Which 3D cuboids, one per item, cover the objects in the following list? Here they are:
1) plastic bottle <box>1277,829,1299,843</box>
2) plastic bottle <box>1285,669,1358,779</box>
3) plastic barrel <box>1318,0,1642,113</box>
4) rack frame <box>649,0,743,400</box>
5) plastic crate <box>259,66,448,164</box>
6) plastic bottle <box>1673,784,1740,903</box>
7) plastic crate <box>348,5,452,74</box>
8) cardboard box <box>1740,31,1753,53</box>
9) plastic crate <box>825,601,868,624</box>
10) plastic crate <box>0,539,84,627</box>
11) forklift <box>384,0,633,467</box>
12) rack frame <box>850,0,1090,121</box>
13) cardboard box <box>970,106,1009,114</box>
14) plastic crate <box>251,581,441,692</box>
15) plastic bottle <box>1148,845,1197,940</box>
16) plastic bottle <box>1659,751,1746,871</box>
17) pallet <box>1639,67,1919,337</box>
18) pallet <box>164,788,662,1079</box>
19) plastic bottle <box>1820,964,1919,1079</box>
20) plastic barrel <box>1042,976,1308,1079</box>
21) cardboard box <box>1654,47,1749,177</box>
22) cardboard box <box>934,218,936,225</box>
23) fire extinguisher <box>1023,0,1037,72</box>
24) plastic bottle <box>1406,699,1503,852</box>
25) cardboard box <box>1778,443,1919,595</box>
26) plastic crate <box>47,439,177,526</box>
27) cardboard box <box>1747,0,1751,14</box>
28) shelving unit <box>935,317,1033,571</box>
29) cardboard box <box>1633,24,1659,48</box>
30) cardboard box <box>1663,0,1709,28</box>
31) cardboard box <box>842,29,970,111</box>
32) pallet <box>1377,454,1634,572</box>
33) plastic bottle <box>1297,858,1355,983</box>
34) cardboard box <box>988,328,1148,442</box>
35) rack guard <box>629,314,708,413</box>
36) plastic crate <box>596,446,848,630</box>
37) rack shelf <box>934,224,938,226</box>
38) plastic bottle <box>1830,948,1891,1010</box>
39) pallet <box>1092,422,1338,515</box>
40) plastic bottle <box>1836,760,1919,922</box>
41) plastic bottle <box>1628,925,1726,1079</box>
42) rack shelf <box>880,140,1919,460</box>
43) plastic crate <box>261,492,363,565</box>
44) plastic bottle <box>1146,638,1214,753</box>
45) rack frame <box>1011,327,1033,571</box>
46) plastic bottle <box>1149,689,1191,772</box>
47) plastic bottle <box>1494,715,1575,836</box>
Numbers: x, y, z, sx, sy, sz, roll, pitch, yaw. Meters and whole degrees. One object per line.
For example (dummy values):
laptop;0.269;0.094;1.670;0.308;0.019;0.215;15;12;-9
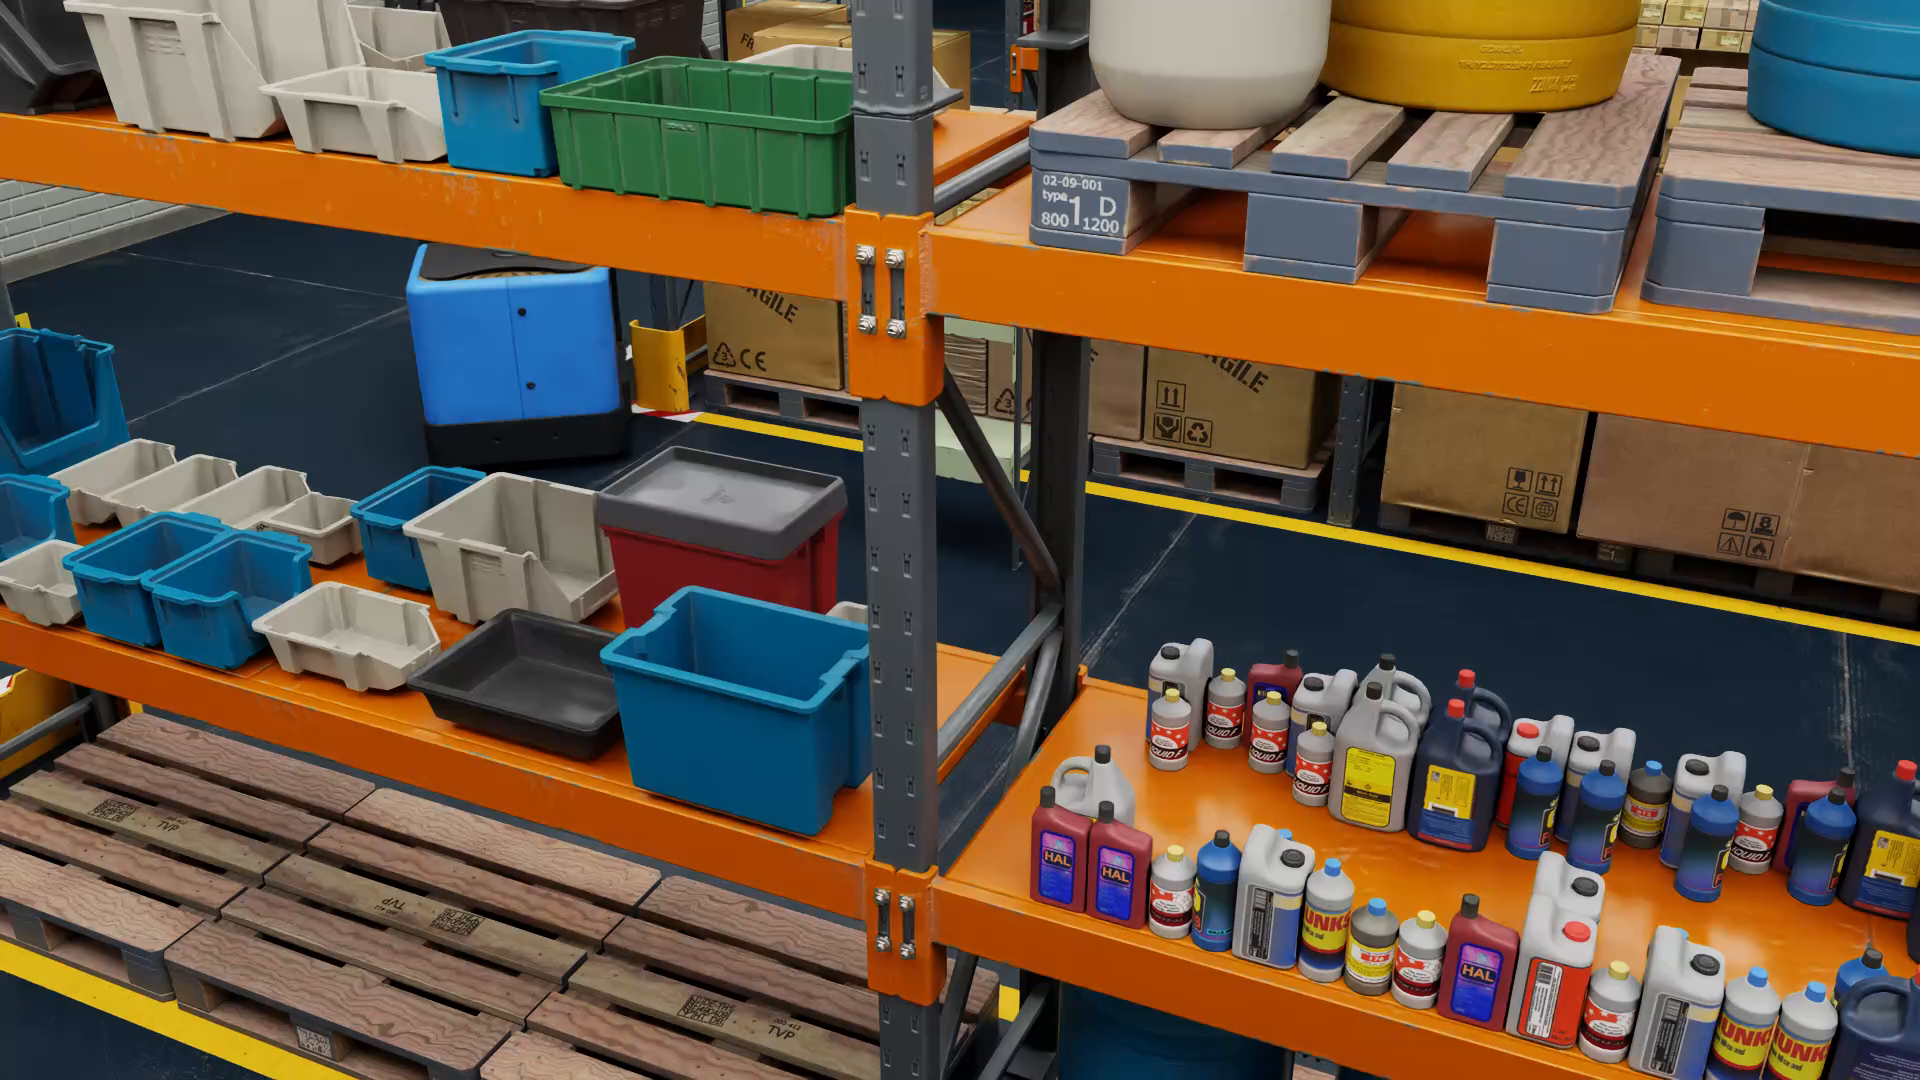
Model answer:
plastic bottle;0.696;0.720;3.616;0.097;0.201;0.097;0;26;0
plastic bottle;0.890;0.445;4.092;0.135;0.276;0.152;11;28;22
plastic barrel;0.980;-1.153;3.112;0.600;0.588;0.600;0;26;0
rack frame;-1.526;-2.343;9.613;0.127;3.000;1.000;11;28;22
plastic crate;-1.250;-0.927;3.639;0.466;0.136;0.293;11;28;22
plastic bottle;1.648;0.659;3.660;0.097;0.271;0.097;0;26;0
plastic crate;-1.593;-1.301;4.399;0.530;0.136;0.437;11;28;22
cardboard box;5.384;-3.350;11.131;0.250;0.149;0.380;13;29;24
plastic crate;-0.300;0.329;4.417;0.243;0.136;0.396;11;28;22
plastic crate;-2.613;0.134;4.813;0.298;0.136;0.250;11;28;22
forklift;-2.624;-2.331;9.666;1.130;2.935;3.031;-5;27;-10
rack frame;0.065;-2.311;2.757;0.127;3.000;1.000;11;28;22
cardboard box;-0.050;-2.241;9.239;0.500;0.250;0.500;10;28;20
plastic crate;-1.645;0.274;4.528;0.466;0.136;0.293;11;28;22
plastic bottle;0.456;0.746;3.564;0.097;0.201;0.097;0;26;0
plastic bottle;1.683;0.604;3.768;0.135;0.276;0.152;11;28;22
pallet;1.853;-0.571;2.831;1.213;0.211;1.003;11;28;22
pallet;-1.735;1.290;5.391;1.213;0.211;1.003;11;28;22
plastic bottle;1.704;0.918;3.045;0.185;0.351;0.144;11;28;22
plastic barrel;0.553;1.239;4.237;0.708;0.901;0.600;11;28;22
cardboard box;3.320;-1.863;7.389;0.637;0.503;0.797;12;29;22
cardboard box;-0.168;-1.798;8.791;0.250;0.149;0.380;11;28;21
fire extinguisher;0.581;-4.348;14.196;0.183;0.674;0.296;11;28;22
plastic bottle;1.146;0.530;3.833;0.185;0.351;0.144;11;28;22
cardboard box;4.329;-0.416;7.629;0.875;0.875;1.225;11;28;22
plastic crate;-2.759;-0.184;5.458;0.243;0.136;0.396;11;28;22
cardboard box;5.425;-3.790;11.688;0.250;0.149;0.380;11;28;22
shelving unit;0.006;-0.672;7.916;0.755;1.500;0.431;11;28;22
cardboard box;4.665;-3.493;11.421;0.250;0.149;0.380;11;28;21
cardboard box;4.917;-3.577;11.254;0.250;0.149;0.380;12;29;22
cardboard box;-0.272;-2.365;8.643;0.500;0.500;0.500;11;28;20
pallet;2.849;-0.250;8.518;1.213;0.211;1.003;11;28;22
plastic bottle;0.756;0.775;3.426;0.097;0.271;0.097;0;26;0
cardboard box;0.728;-1.164;9.148;0.875;0.875;0.875;11;28;22
rack guard;-1.548;-1.226;10.174;0.348;0.500;1.175;11;28;22
plastic crate;-0.644;0.060;4.591;0.583;0.464;0.402;11;28;22
rack shelf;0.295;-1.654;9.029;4.000;0.370;1.077;11;28;22
plastic bottle;1.714;0.897;3.178;0.097;0.271;0.097;0;26;0
pallet;1.455;-0.531;9.089;1.213;0.211;1.003;11;28;22
plastic bottle;2.040;0.640;3.610;0.185;0.351;0.144;11;28;22
plastic bottle;1.383;0.885;3.197;0.135;0.276;0.152;11;28;22
rack shelf;1.886;-0.277;2.836;4.000;0.370;1.077;11;28;22
plastic crate;-1.960;-0.037;5.160;0.250;0.136;0.298;11;28;22
plastic bottle;0.558;0.378;4.227;0.135;0.276;0.152;11;28;22
rack frame;0.339;-0.605;7.780;0.023;1.500;0.400;11;28;22
plastic bottle;0.523;0.465;4.135;0.097;0.201;0.097;0;26;0
plastic bottle;1.349;0.537;3.904;0.135;0.276;0.152;11;28;22
